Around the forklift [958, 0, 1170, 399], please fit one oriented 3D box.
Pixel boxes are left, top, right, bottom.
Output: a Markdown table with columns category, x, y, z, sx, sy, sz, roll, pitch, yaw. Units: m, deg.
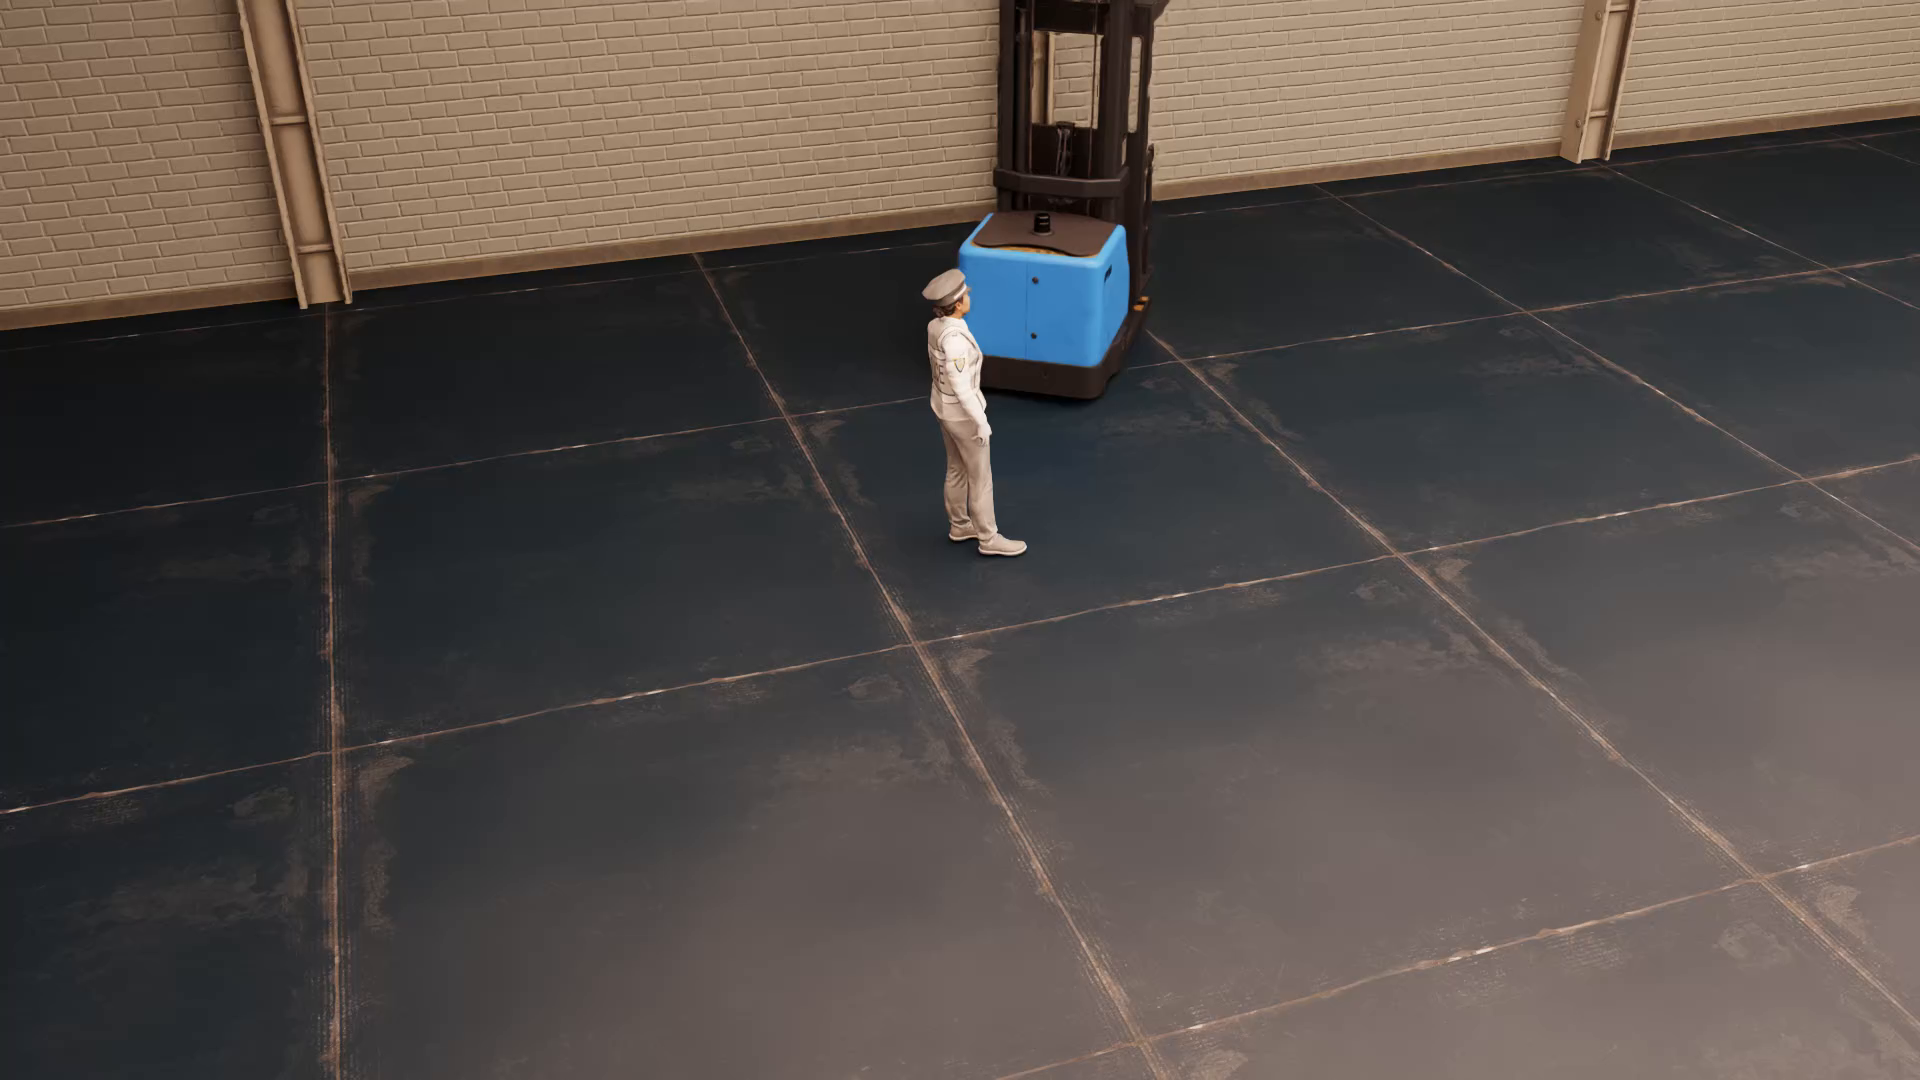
| category | x | y | z | sx | sy | sz | roll | pitch | yaw |
| --- | --- | --- | --- | --- | --- | --- | --- | --- | --- |
| forklift | 0.880 | -2.976 | 12.259 | 1.130 | 2.935 | 3.031 | 8 | 31 | 14 |

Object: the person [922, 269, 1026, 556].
| category | x | y | z | sx | sy | sz | roll | pitch | yaw |
| --- | --- | --- | --- | --- | --- | --- | --- | --- | --- |
| person | 0.068 | -0.748 | 9.613 | 0.530 | 1.694 | 0.586 | -10 | 31 | -16 |
